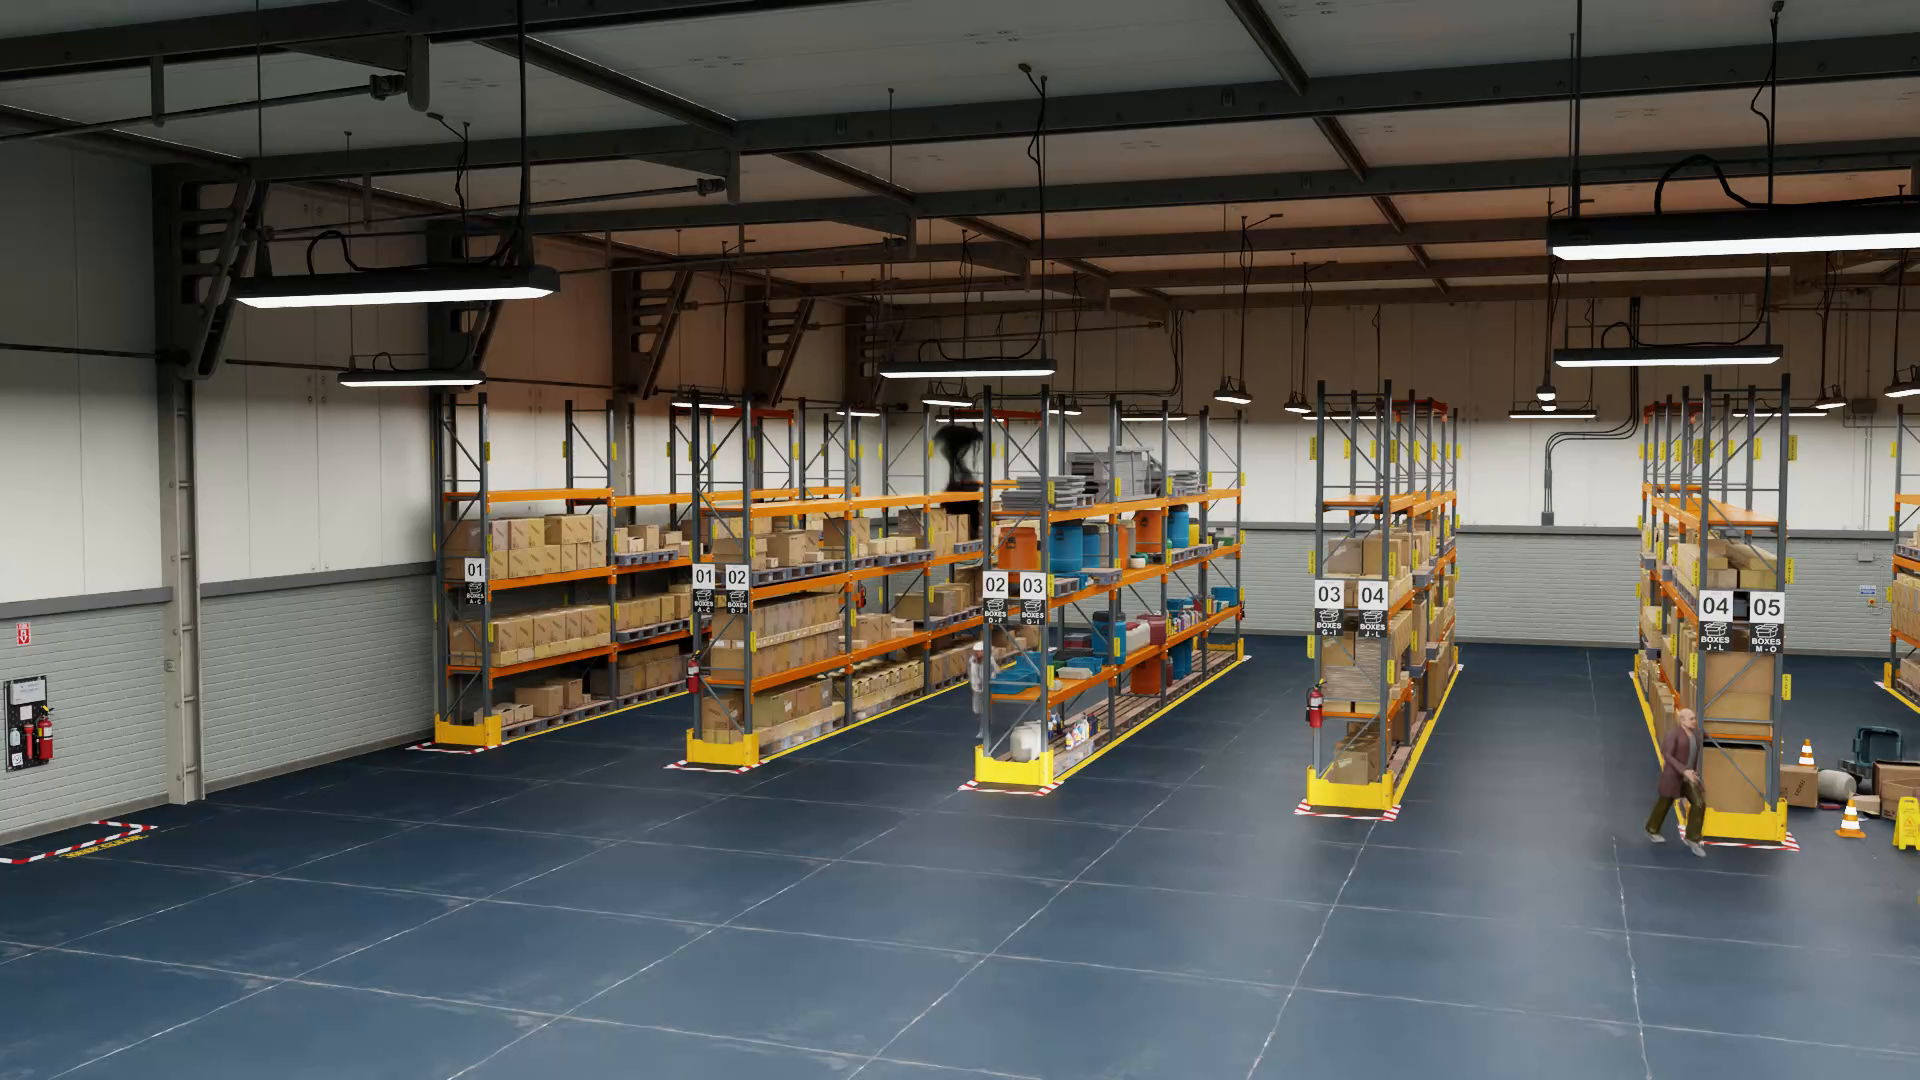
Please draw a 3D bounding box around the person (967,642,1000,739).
[{"bbox_3d":[0.411,2.621,29.099,0.650,1.707,0.751,1,3,19],"label":"person"}]

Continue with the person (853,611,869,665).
[{"bbox_3d":[-2.253,2.299,36.272,0.695,1.552,0.886,1,3,13],"label":"person"}]

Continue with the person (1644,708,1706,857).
[{"bbox_3d":[8.993,2.991,20.808,0.606,1.803,0.896,-1,3,-17],"label":"person"}]
